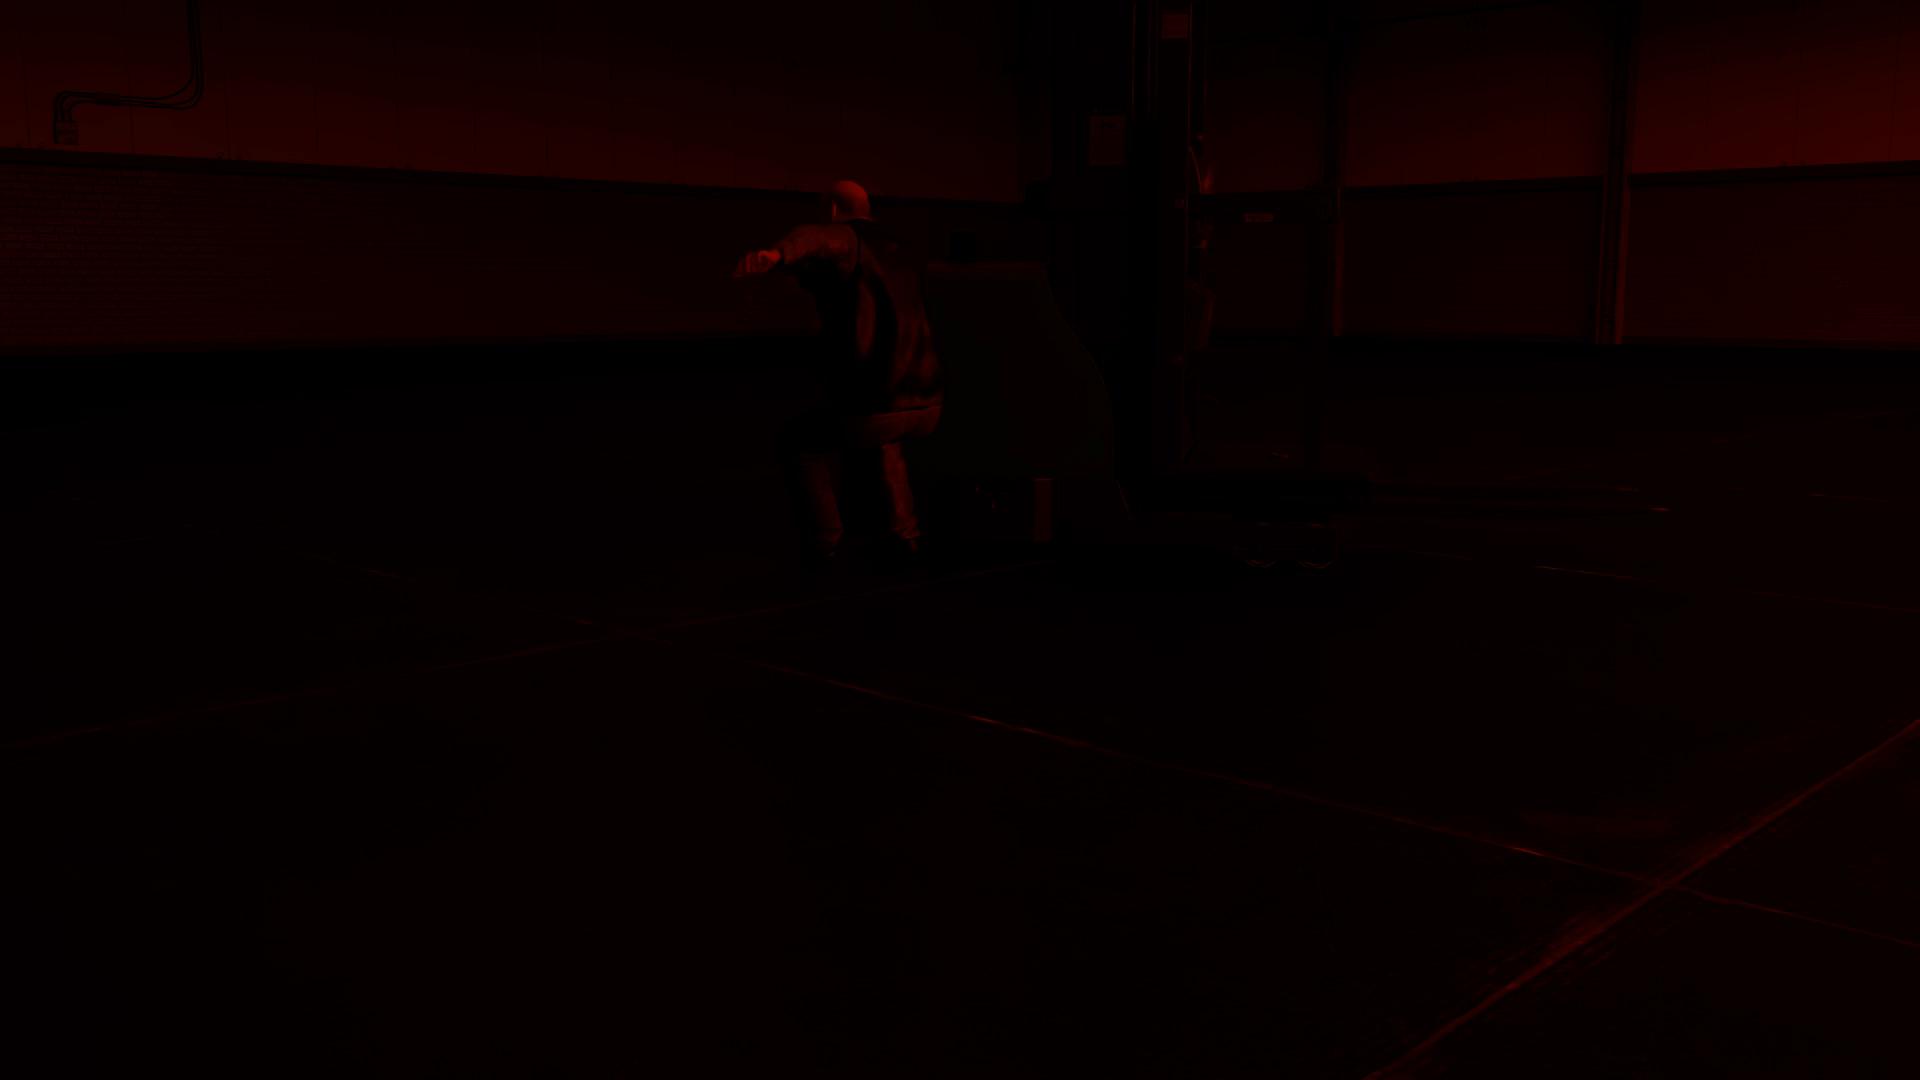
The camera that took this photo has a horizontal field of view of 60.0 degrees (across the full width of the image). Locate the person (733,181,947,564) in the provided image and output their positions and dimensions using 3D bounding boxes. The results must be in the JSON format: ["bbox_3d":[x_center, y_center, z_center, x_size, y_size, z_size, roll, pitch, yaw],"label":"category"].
[{"bbox_3d":[-0.502,-0.539,5.766,0.839,1.406,1.278,8,12,43],"label":"person"}]

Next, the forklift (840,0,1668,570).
[{"bbox_3d":[1.107,-1.428,6.360,3.031,2.935,1.130,2,9,11],"label":"forklift"}]
